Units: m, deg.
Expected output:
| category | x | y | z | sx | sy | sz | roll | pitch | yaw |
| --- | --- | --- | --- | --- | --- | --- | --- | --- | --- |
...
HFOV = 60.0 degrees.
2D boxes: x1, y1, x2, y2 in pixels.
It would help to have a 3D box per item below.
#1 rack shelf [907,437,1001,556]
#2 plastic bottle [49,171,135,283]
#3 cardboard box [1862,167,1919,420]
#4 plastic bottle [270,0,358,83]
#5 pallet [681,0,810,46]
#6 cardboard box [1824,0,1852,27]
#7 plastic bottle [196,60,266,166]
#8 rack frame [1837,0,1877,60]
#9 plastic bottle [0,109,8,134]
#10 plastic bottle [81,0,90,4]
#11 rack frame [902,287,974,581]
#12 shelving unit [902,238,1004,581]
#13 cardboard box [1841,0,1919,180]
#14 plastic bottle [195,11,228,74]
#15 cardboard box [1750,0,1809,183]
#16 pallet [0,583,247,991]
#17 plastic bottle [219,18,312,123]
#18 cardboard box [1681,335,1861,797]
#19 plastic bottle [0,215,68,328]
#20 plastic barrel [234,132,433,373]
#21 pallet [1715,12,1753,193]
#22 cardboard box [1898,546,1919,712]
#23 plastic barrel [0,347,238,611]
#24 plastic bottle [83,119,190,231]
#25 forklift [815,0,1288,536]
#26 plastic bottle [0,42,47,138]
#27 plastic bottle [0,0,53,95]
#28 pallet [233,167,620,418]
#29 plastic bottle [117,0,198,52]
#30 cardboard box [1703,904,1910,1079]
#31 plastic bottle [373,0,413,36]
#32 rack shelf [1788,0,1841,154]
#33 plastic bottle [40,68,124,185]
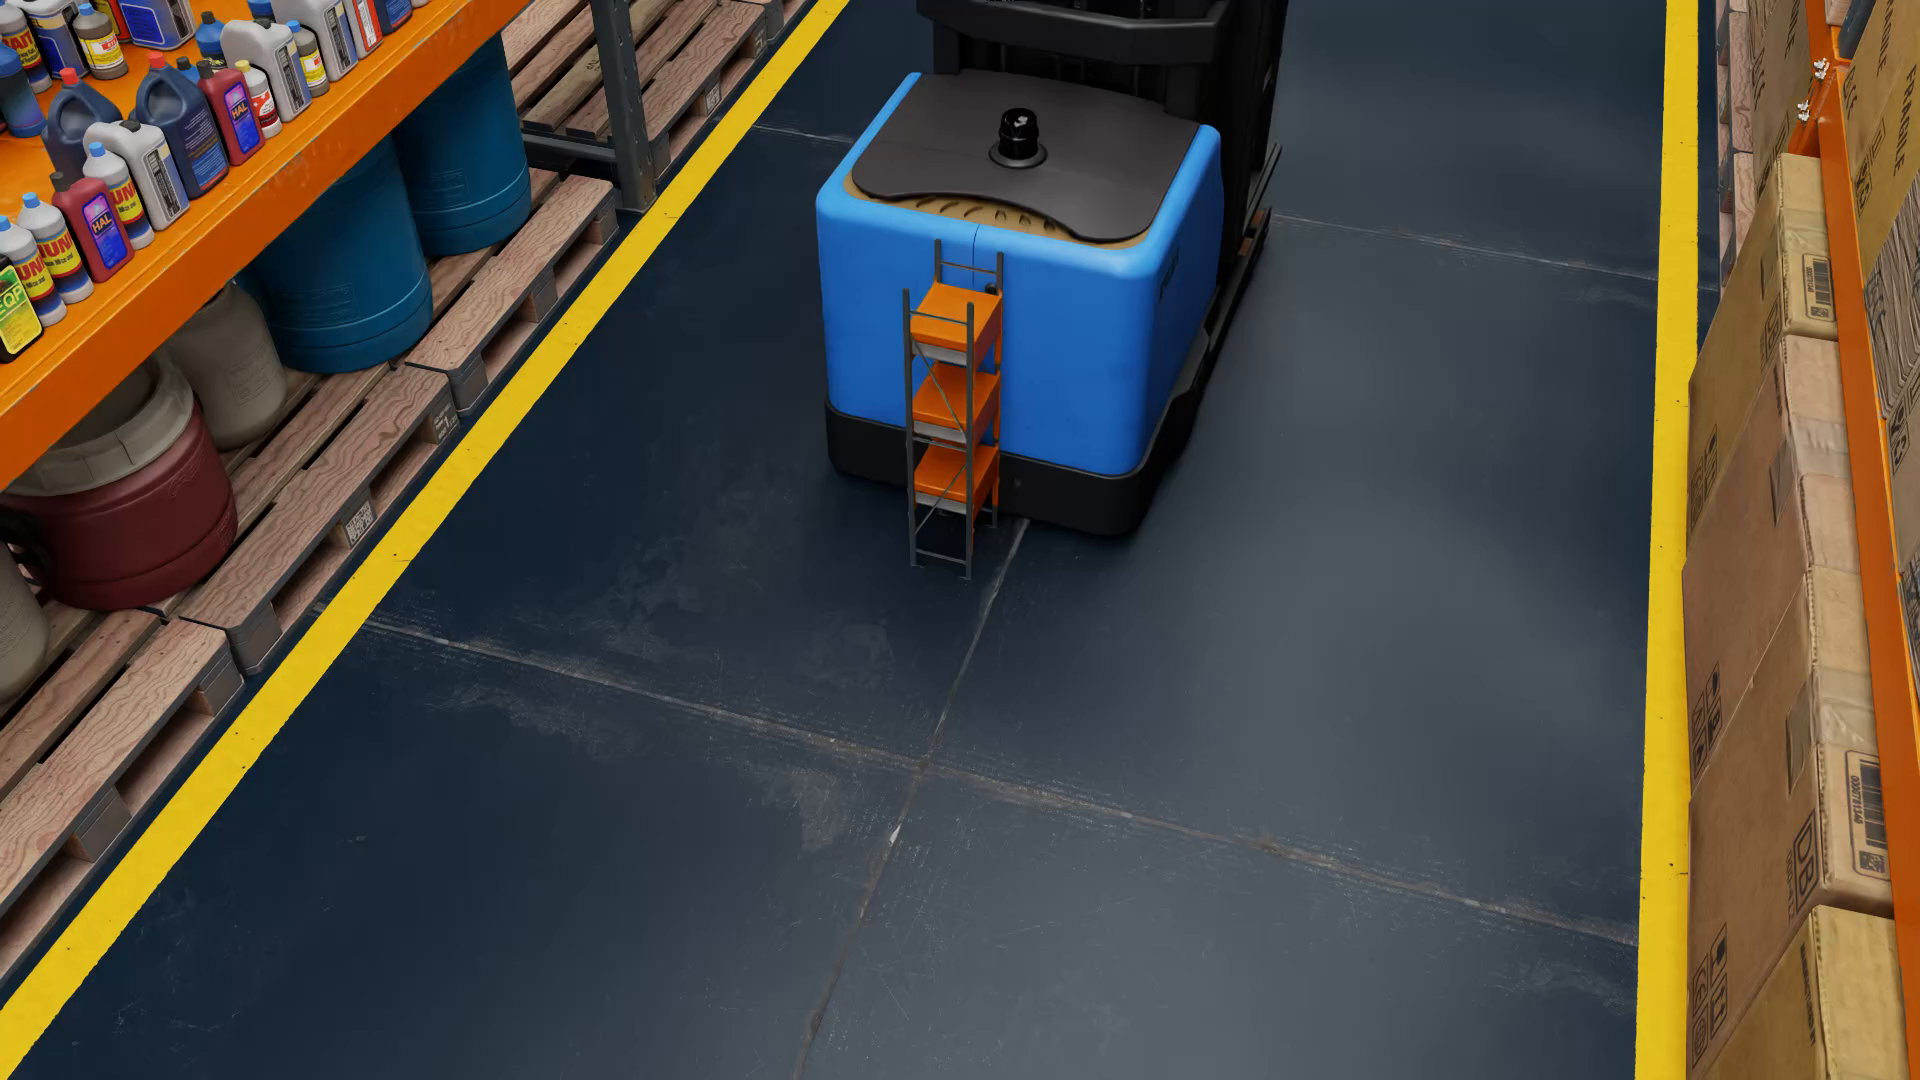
| category | x | y | z | sx | sy | sz | roll | pitch | yaw |
| --- | --- | --- | --- | --- | --- | --- | --- | --- | --- |
| rack shelf | -0.017 | -0.147 | 5.062 | 0.215 | 0.259 | 0.240 | 14 | 46 | 14 |
| plastic bottle | -2.080 | -0.768 | 3.974 | 0.061 | 0.283 | 0.133 | 13 | 46 | 13 |
| cardboard box | 2.338 | -0.560 | 3.606 | 0.500 | 0.500 | 0.500 | 12 | 46 | 12 |
| plastic bottle | -1.817 | -1.451 | 4.677 | 0.152 | 0.276 | 0.135 | 13 | 46 | 13 |
| pallet | -1.148 | -2.813 | 7.974 | 1.003 | 0.211 | 1.213 | 13 | 46 | 13 |
| cardboard box | 2.799 | -1.629 | 4.950 | 0.380 | 0.149 | 0.250 | 13 | 46 | 13 |
| plastic bottle | -1.914 | -1.135 | 4.349 | 0.061 | 0.283 | 0.133 | 13 | 46 | 13 |
| rack frame | 3.019 | -1.447 | 4.584 | 1.000 | 3.000 | 0.127 | 13 | 46 | 13 |
| plastic bottle | -2.666 | -1.243 | 4.411 | 0.144 | 0.351 | 0.185 | 13 | 46 | 13 |
| plastic bottle | -2.546 | -1.508 | 4.789 | 0.097 | 0.201 | 0.097 | 0 | 44 | 0 |
| rack frame | -0.059 | -0.273 | 4.779 | 0.200 | 1.050 | 0.008 | 14 | 46 | 14 |
| shelving unit | -0.017 | -0.354 | 4.861 | 0.215 | 1.050 | 0.252 | 14 | 46 | 14 |
| cardboard box | 2.641 | -1.229 | 4.289 | 0.500 | 0.500 | 0.500 | 13 | 46 | 13 |
| plastic bottle | -2.012 | -1.309 | 4.535 | 0.097 | 0.271 | 0.097 | 0 | 44 | 0 |
| cardboard box | 3.568 | -1.860 | 6.225 | 0.875 | 0.875 | 0.875 | 13 | 46 | 13 |
| pallet | -2.714 | 0.633 | 4.452 | 1.003 | 0.211 | 1.213 | 13 | 46 | 13 |
| plastic bottle | -1.887 | -1.296 | 4.519 | 0.152 | 0.276 | 0.135 | 13 | 46 | 13 |
| cardboard box | 2.574 | 0.189 | 4.131 | 1.225 | 0.875 | 0.875 | 11 | 45 | 11 |
| plastic bottle | -2.162 | -0.626 | 3.837 | 0.097 | 0.271 | 0.097 | 0 | 44 | 0 |
| plastic barrel | -2.097 | -1.065 | 5.394 | 0.600 | 0.901 | 0.708 | 13 | 46 | 13 |
| pallet | 3.691 | -1.756 | 6.894 | 1.003 | 0.211 | 1.213 | 13 | 46 | 12 |
| cardboard box | 2.032 | 0.125 | 2.907 | 0.500 | 0.500 | 0.500 | 11 | 45 | 11 |
| plastic barrel | -2.439 | -0.200 | 4.734 | 0.600 | 0.588 | 0.708 | 13 | 46 | 13 |
| plastic bottle | -2.054 | -0.930 | 4.144 | 0.152 | 0.276 | 0.135 | 13 | 46 | 13 |
| forklift | 0.547 | -2.109 | 5.309 | 1.130 | 2.935 | 3.031 | 14 | 46 | 14 |
| plastic bottle | -2.538 | -1.218 | 4.442 | 0.097 | 0.271 | 0.097 | 0 | 44 | 0 |
| plastic bottle | -2.617 | -1.379 | 4.606 | 0.097 | 0.271 | 0.097 | 0 | 44 | 0 |
| pallet | -1.975 | -0.994 | 6.114 | 1.003 | 0.211 | 1.213 | 13 | 46 | 13 |
| plastic bottle | -2.340 | -1.574 | 4.803 | 0.152 | 0.276 | 0.135 | 13 | 46 | 13 |
| cardboard box | 2.036 | 1.373 | 2.921 | 1.225 | 0.875 | 0.875 | 11 | 45 | 11 |
| plastic bottle | -1.724 | -1.673 | 4.850 | 0.144 | 0.351 | 0.185 | 13 | 46 | 13 |
| rack shelf | 3.625 | -2.523 | 6.198 | 1.077 | 0.370 | 4.000 | 13 | 46 | 13 |
| plastic bottle | -2.187 | -1.004 | 4.167 | 0.144 | 0.351 | 0.185 | 13 | 46 | 13 |
